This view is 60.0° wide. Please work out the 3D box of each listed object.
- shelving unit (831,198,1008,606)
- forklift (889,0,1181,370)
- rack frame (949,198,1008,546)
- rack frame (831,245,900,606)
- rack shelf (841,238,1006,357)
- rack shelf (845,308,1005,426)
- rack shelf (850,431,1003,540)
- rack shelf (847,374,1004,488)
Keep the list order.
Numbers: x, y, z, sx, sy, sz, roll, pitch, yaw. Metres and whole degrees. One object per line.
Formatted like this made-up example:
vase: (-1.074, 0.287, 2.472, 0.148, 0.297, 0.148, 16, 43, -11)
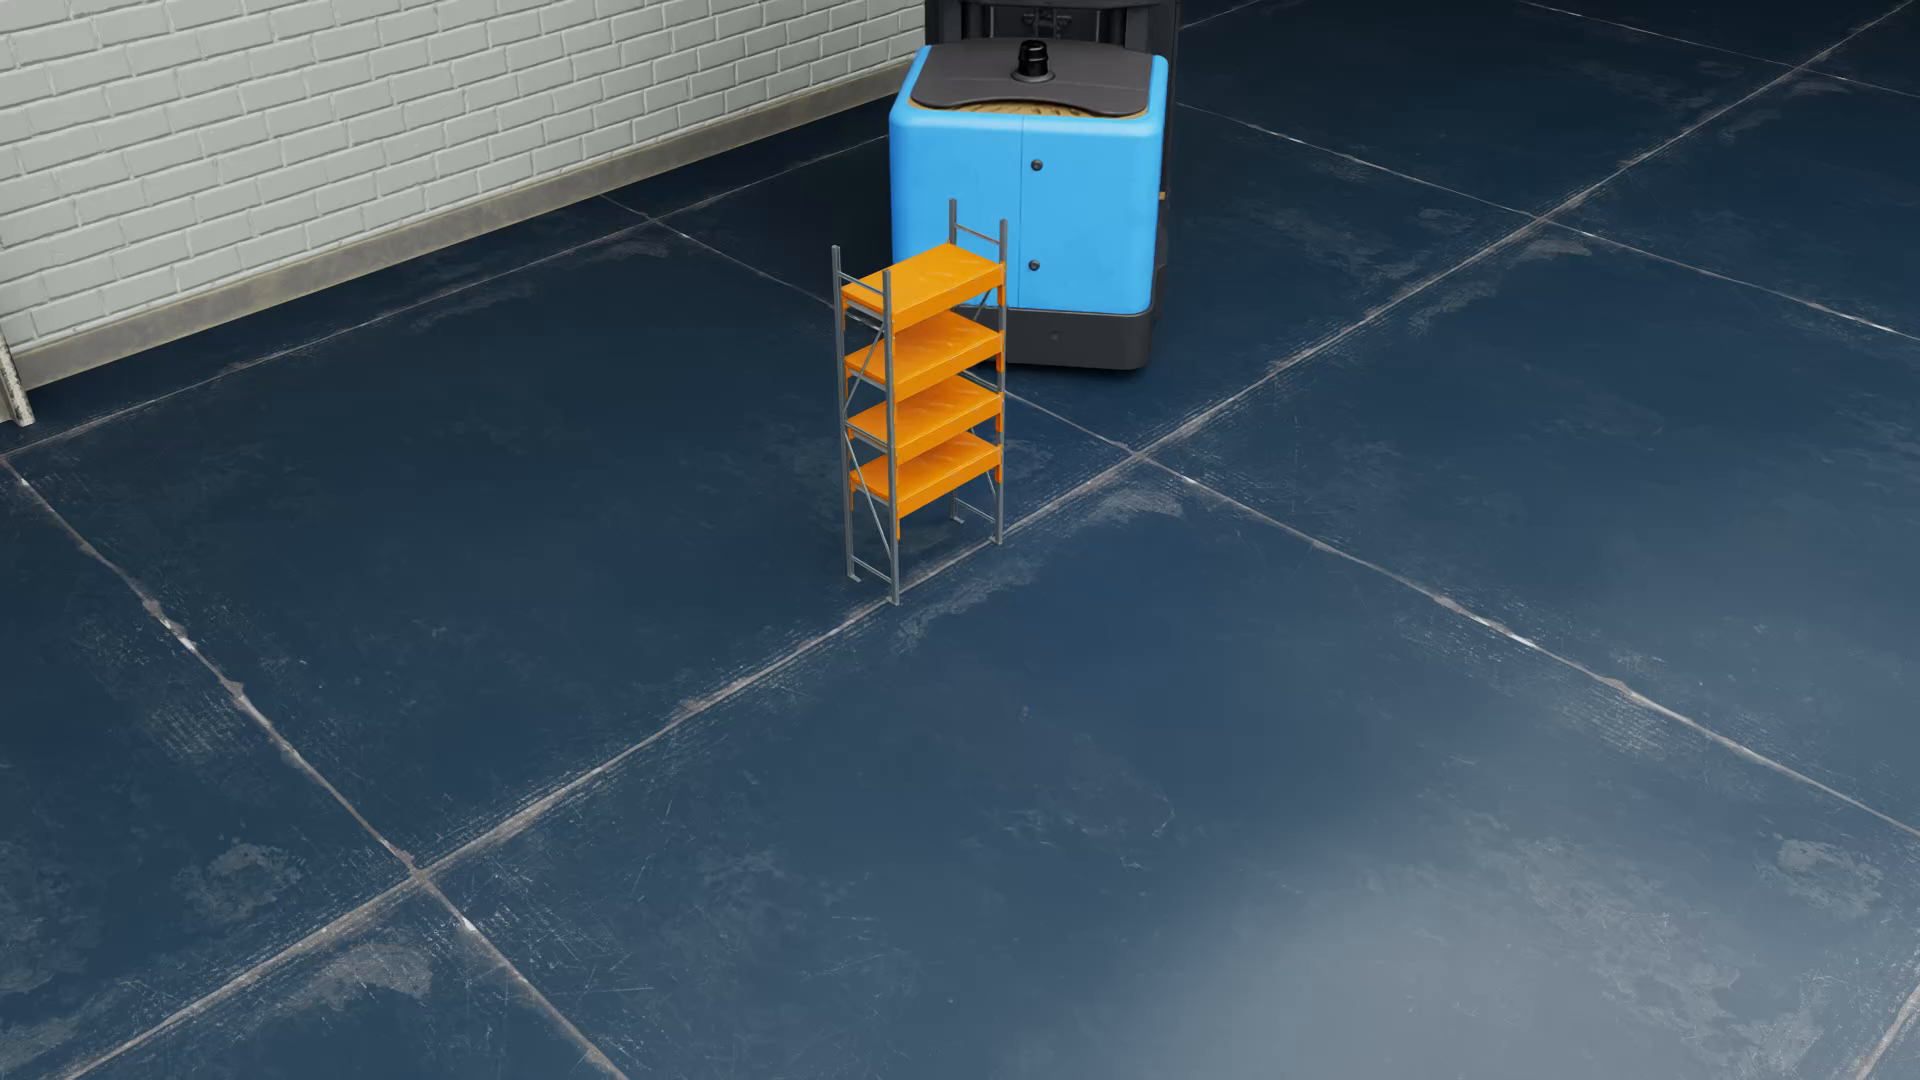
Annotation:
shelving unit: (-0.117, -0.425, 5.310, 0.258, 1.200, 0.503, 30, 45, 35)
forklift: (0.425, -2.707, 7.069, 1.130, 2.935, 3.031, 4, 35, 6)
rack frame: (0.055, -0.524, 5.452, 0.240, 1.200, 0.015, 30, 45, 35)
rack frame: (-0.289, -0.326, 5.168, 0.240, 1.200, 0.015, 30, 45, 35)
rack shelf: (-0.117, -0.747, 5.086, 0.258, 0.148, 0.480, 30, 45, 35)
rack shelf: (-0.117, -0.553, 5.221, 0.258, 0.148, 0.480, 30, 45, 35)
rack shelf: (-0.117, -0.207, 5.462, 0.258, 0.148, 0.480, 30, 45, 35)
rack shelf: (-0.117, -0.370, 5.349, 0.258, 0.148, 0.480, 30, 45, 35)
